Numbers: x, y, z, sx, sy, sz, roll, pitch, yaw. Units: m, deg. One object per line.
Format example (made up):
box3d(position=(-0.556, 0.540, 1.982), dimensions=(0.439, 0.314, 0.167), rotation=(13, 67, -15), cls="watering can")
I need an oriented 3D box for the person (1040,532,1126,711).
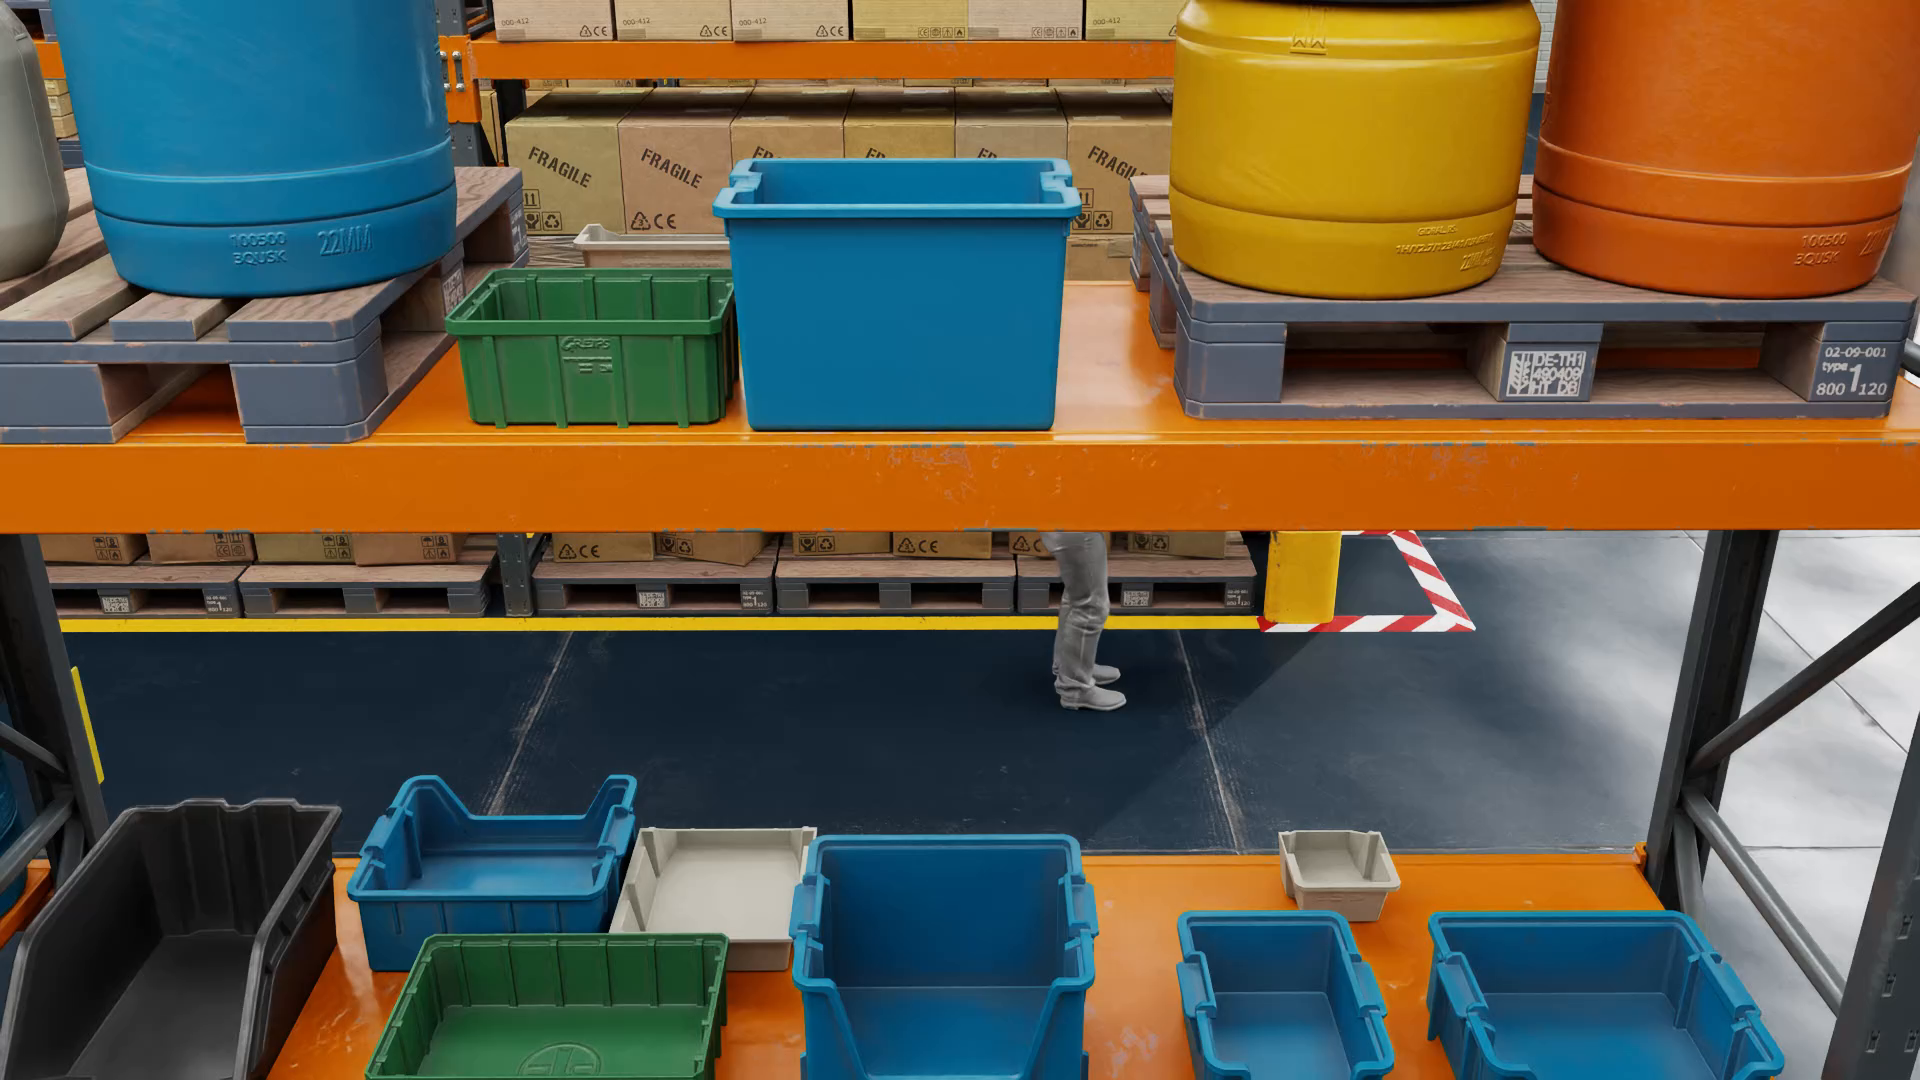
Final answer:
box3d(position=(0.601, -0.112, 7.328), dimensions=(0.554, 1.768, 0.495), rotation=(-1, 24, -1), cls="person")
